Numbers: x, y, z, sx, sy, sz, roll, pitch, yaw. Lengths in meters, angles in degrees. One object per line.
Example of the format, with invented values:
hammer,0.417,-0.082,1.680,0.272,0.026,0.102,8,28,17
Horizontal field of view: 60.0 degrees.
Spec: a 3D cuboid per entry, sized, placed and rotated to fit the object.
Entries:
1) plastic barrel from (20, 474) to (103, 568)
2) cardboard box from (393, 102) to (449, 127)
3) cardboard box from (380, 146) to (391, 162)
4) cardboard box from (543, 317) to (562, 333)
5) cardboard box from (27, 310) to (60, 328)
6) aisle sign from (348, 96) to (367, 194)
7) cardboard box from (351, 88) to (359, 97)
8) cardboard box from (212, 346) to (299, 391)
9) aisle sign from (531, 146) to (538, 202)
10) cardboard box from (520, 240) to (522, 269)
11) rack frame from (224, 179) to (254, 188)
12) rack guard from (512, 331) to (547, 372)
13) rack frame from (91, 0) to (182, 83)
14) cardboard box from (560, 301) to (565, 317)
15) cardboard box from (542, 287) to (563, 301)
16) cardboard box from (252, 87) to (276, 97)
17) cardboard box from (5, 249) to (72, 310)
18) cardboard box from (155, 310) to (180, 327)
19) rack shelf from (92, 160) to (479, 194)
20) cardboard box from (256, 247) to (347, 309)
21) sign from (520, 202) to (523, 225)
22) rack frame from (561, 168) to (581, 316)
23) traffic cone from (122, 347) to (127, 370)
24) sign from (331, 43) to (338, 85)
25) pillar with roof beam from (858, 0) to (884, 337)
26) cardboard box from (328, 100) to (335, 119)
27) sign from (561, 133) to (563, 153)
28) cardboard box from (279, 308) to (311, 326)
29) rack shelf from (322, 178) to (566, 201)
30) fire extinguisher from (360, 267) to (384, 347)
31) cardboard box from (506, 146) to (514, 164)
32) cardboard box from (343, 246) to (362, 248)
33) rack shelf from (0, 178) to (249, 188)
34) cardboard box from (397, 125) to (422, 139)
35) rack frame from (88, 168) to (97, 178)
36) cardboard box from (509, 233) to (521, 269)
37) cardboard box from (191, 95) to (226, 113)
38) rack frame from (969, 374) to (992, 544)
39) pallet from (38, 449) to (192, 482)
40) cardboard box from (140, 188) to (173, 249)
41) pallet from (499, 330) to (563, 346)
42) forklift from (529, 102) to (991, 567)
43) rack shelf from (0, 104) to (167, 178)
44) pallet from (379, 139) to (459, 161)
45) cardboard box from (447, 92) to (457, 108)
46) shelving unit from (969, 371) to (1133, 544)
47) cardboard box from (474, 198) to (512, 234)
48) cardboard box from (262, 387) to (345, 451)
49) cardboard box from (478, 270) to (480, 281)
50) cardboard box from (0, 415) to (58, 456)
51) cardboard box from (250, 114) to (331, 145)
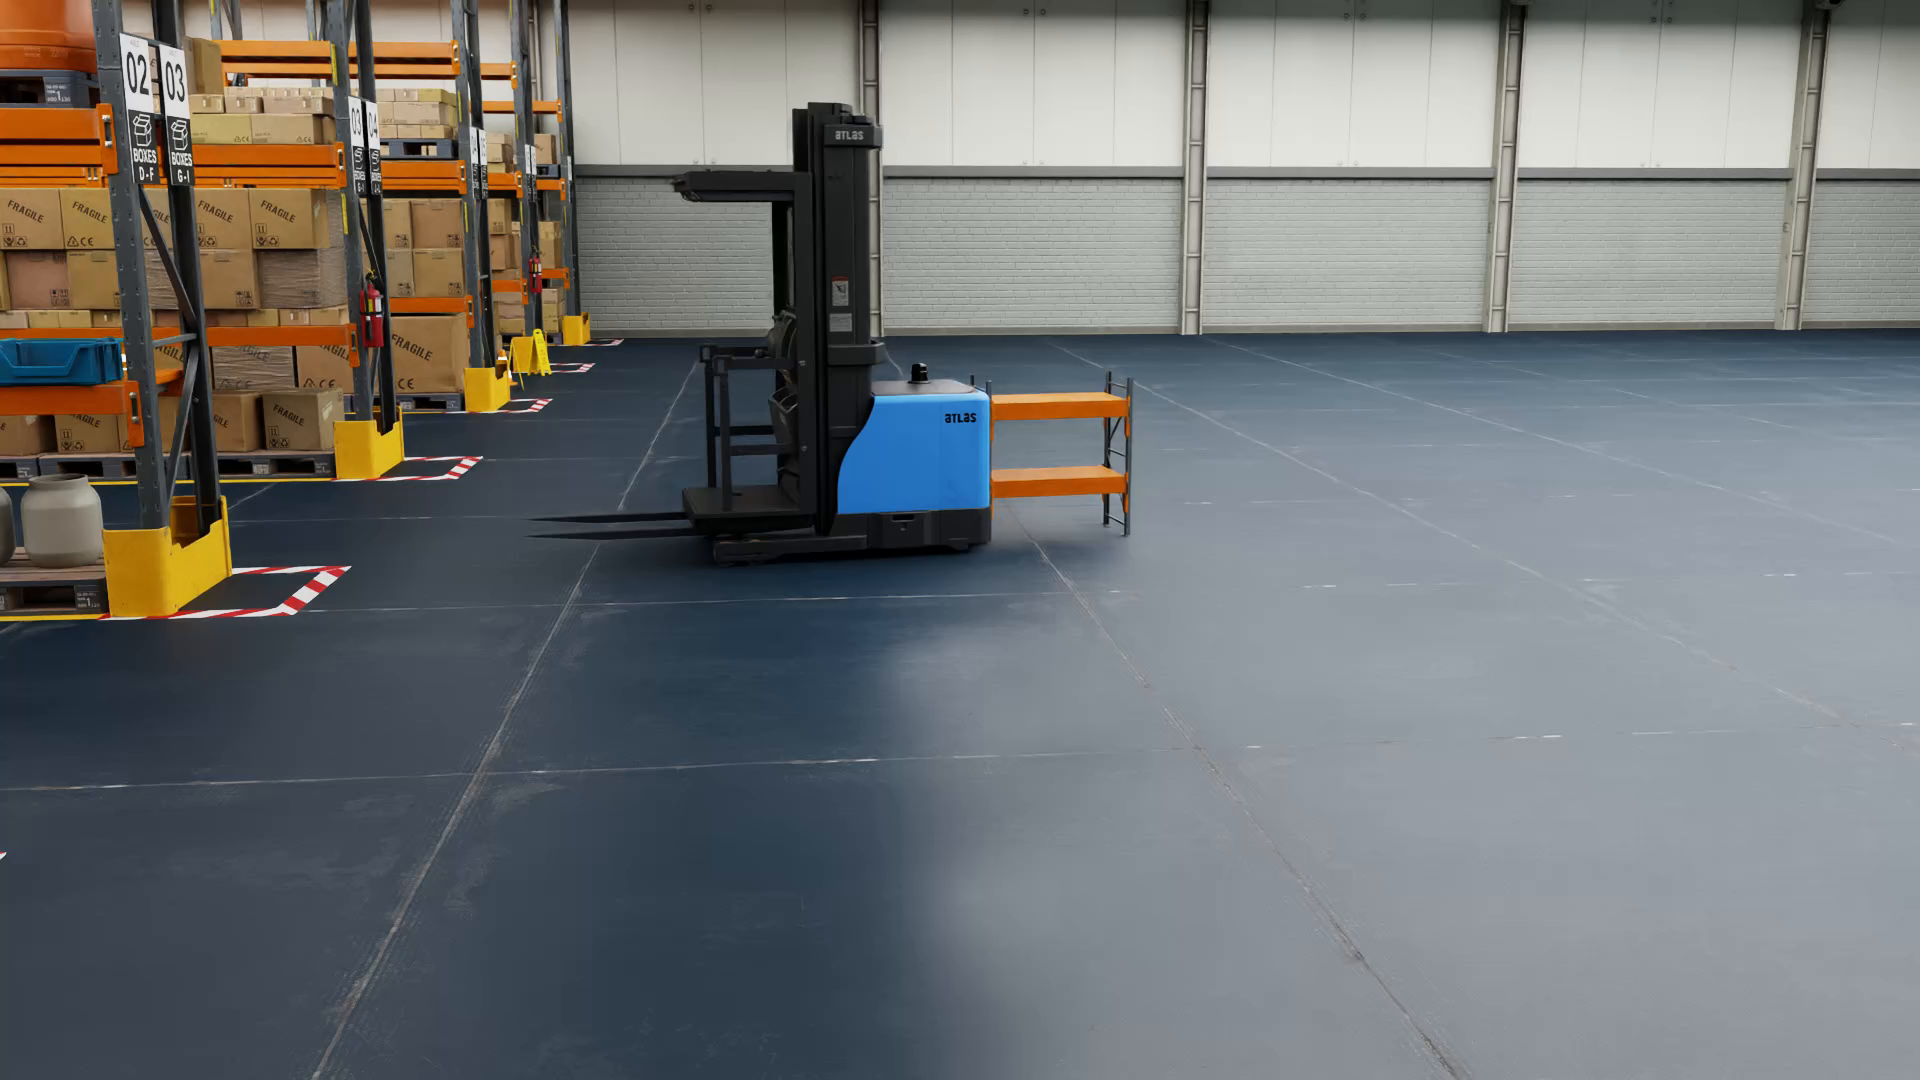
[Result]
plastic barrel,-5.292,-0.115,9.805,0.421,0.512,0.421,0,11,0
cardboard box,-6.072,-4.796,18.752,0.500,0.250,0.500,-1,11,-5
cardboard box,-8.248,-5.457,23.460,0.500,0.250,0.500,-1,11,-6
cardboard box,-7.223,-3.746,28.956,0.500,0.250,0.500,-1,11,-6
cardboard box,-7.671,-1.878,14.067,0.250,0.149,0.380,-1,11,-6
aisle sign,-5.087,-3.327,14.044,0.004,0.787,0.394,-1,11,-6
cardboard box,-6.674,-4.968,18.590,0.250,0.149,0.380,-1,11,-5
cardboard box,-8.064,-2.160,19.268,0.875,0.875,0.875,-1,11,-6
aisle sign,-6.223,-5.344,24.306,0.004,0.787,0.394,-1,11,-6
cardboard box,-7.768,-4.939,28.726,0.500,0.500,0.500,-1,11,-4
rack frame,-10.227,-3.925,23.824,0.127,3.000,1.000,-1,11,-6
rack guard,-6.326,-2.780,24.481,0.348,0.500,1.175,-1,11,-6
rack frame,-4.646,-4.101,9.171,0.127,3.000,1.000,-1,11,-6
cardboard box,-7.280,-4.092,29.419,0.500,0.250,0.500,-1,11,-5
cardboard box,-7.289,-4.334,29.352,0.500,0.250,0.500,-1,11,-7
cardboard box,-7.681,-4.946,18.482,0.250,0.149,0.380,-1,11,-6
cardboard box,-7.716,-2.250,14.276,0.500,0.500,0.875,-1,11,-6
cardboard box,-6.682,-1.909,14.225,0.250,0.149,0.380,-1,11,-6
rack shelf,-7.604,-4.138,18.998,4.000,0.370,1.077,-1,11,-6
cardboard box,-5.730,-2.296,14.511,0.500,0.500,0.875,-1,11,-6
sign,-6.211,-4.624,23.562,0.005,0.325,0.100,-1,11,-6
rack frame,-6.790,-4.960,29.090,0.127,3.000,1.000,-1,11,-6
traffic cone,-11.309,-2.386,22.572,0.334,0.463,0.336,-1,11,-6
sign,-5.140,-3.907,13.663,0.005,0.325,0.100,-1,11,-6
pillar with roof beam,-1.150,-7.361,25.753,0.400,9.000,9.100,-1,11,-6
cardboard box,-5.479,-3.740,14.464,0.250,0.149,0.380,-1,11,-6
sign,-6.746,-6.723,28.192,0.005,0.325,0.100,-1,11,-6
cardboard box,-5.690,-1.934,14.348,0.250,0.149,0.380,-1,11,-6
rack shelf,-8.779,-6.037,28.658,4.000,0.370,1.077,-1,11,-6
fire extinguisher,-5.017,-1.984,14.151,0.183,0.674,0.296,-1,11,-6
cardboard box,-6.779,-5.593,24.151,0.500,0.250,0.500,-1,11,-7
cardboard box,-7.097,-3.649,19.235,0.550,0.550,0.875,-1,11,-6
rack shelf,-12.216,-5.002,23.392,4.000,0.370,1.077,-1,11,-6
cardboard box,-6.160,-4.587,18.723,0.250,0.149,0.380,-1,11,-6
rack frame,-9.592,-2.977,19.006,0.127,3.000,1.000,-1,11,-6
cardboard box,-6.752,-4.246,24.430,0.500,0.500,0.500,-1,11,-7
cardboard box,-6.201,-3.616,13.835,0.250,0.149,0.380,-1,11,-6
rack frame,0.140,-0.572,11.630,0.032,1.125,0.500,-3,11,-14
pallet,-7.278,-0.703,14.664,1.213,0.211,1.003,-1,11,-6
cardboard box,-6.694,-2.713,14.038,0.500,0.500,0.500,-1,11,-6
pallet,-7.546,-3.568,29.237,1.213,0.211,1.003,-1,11,-6
forklift,-1.362,-1.378,11.050,3.031,2.935,1.130,-3,11,-14
rack shelf,-6.634,-2.235,9.318,4.000,0.370,1.077,-1,11,-6
pallet,-6.352,-4.472,19.061,1.213,0.211,1.003,-1,11,-6
cardboard box,-5.982,-5.110,19.313,0.250,0.149,0.380,-1,11,-5
shelving unit,0.634,-0.595,11.750,1.048,1.125,0.538,-3,11,-14
cardboard box,-6.735,-4.641,23.846,0.500,0.500,0.700,-1,11,-7
cardboard box,-5.803,-1.077,14.732,0.500,0.500,0.500,1,11,4
cardboard box,-6.839,-3.809,23.889,0.250,0.149,0.380,-1,11,-7
cardboard box,-8.187,-1.018,14.429,0.500,0.500,0.500,2,11,12
cardboard box,-5.632,-3.447,14.007,0.500,0.250,0.500,-1,11,-5
